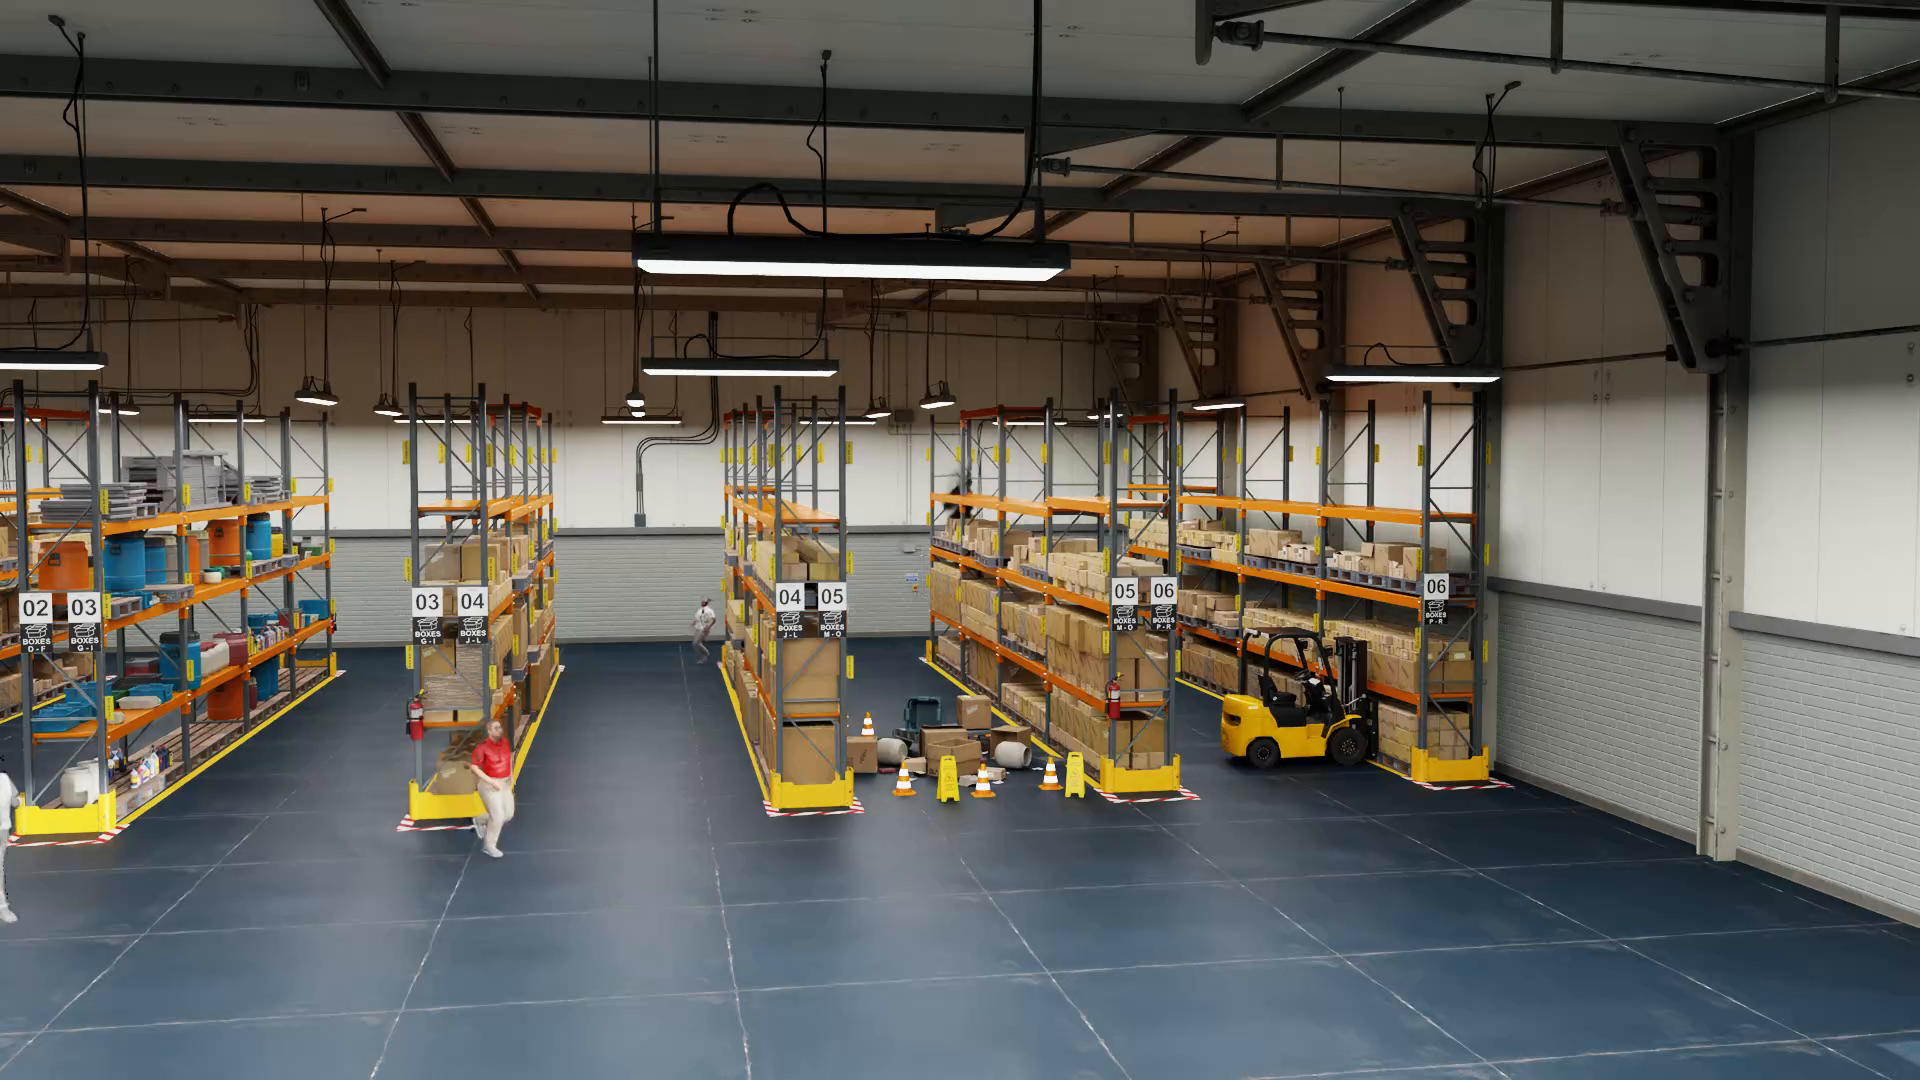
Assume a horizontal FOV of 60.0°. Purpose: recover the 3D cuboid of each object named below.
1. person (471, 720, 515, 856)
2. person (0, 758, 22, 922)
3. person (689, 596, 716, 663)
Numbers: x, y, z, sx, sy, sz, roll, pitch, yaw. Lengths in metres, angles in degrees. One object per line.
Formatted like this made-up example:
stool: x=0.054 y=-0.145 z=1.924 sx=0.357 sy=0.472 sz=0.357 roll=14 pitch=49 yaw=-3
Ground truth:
person: x=-5.897 y=3.109 z=20.950 sx=0.669 sy=1.705 sz=0.687 roll=2 pitch=3 yaw=28
person: x=-10.509 y=3.178 z=18.008 sx=0.863 sy=1.820 sz=0.673 roll=1 pitch=3 yaw=17
person: x=-6.211 y=2.158 z=39.980 sx=0.502 sy=1.652 sz=0.650 roll=-2 pitch=4 yaw=-40
